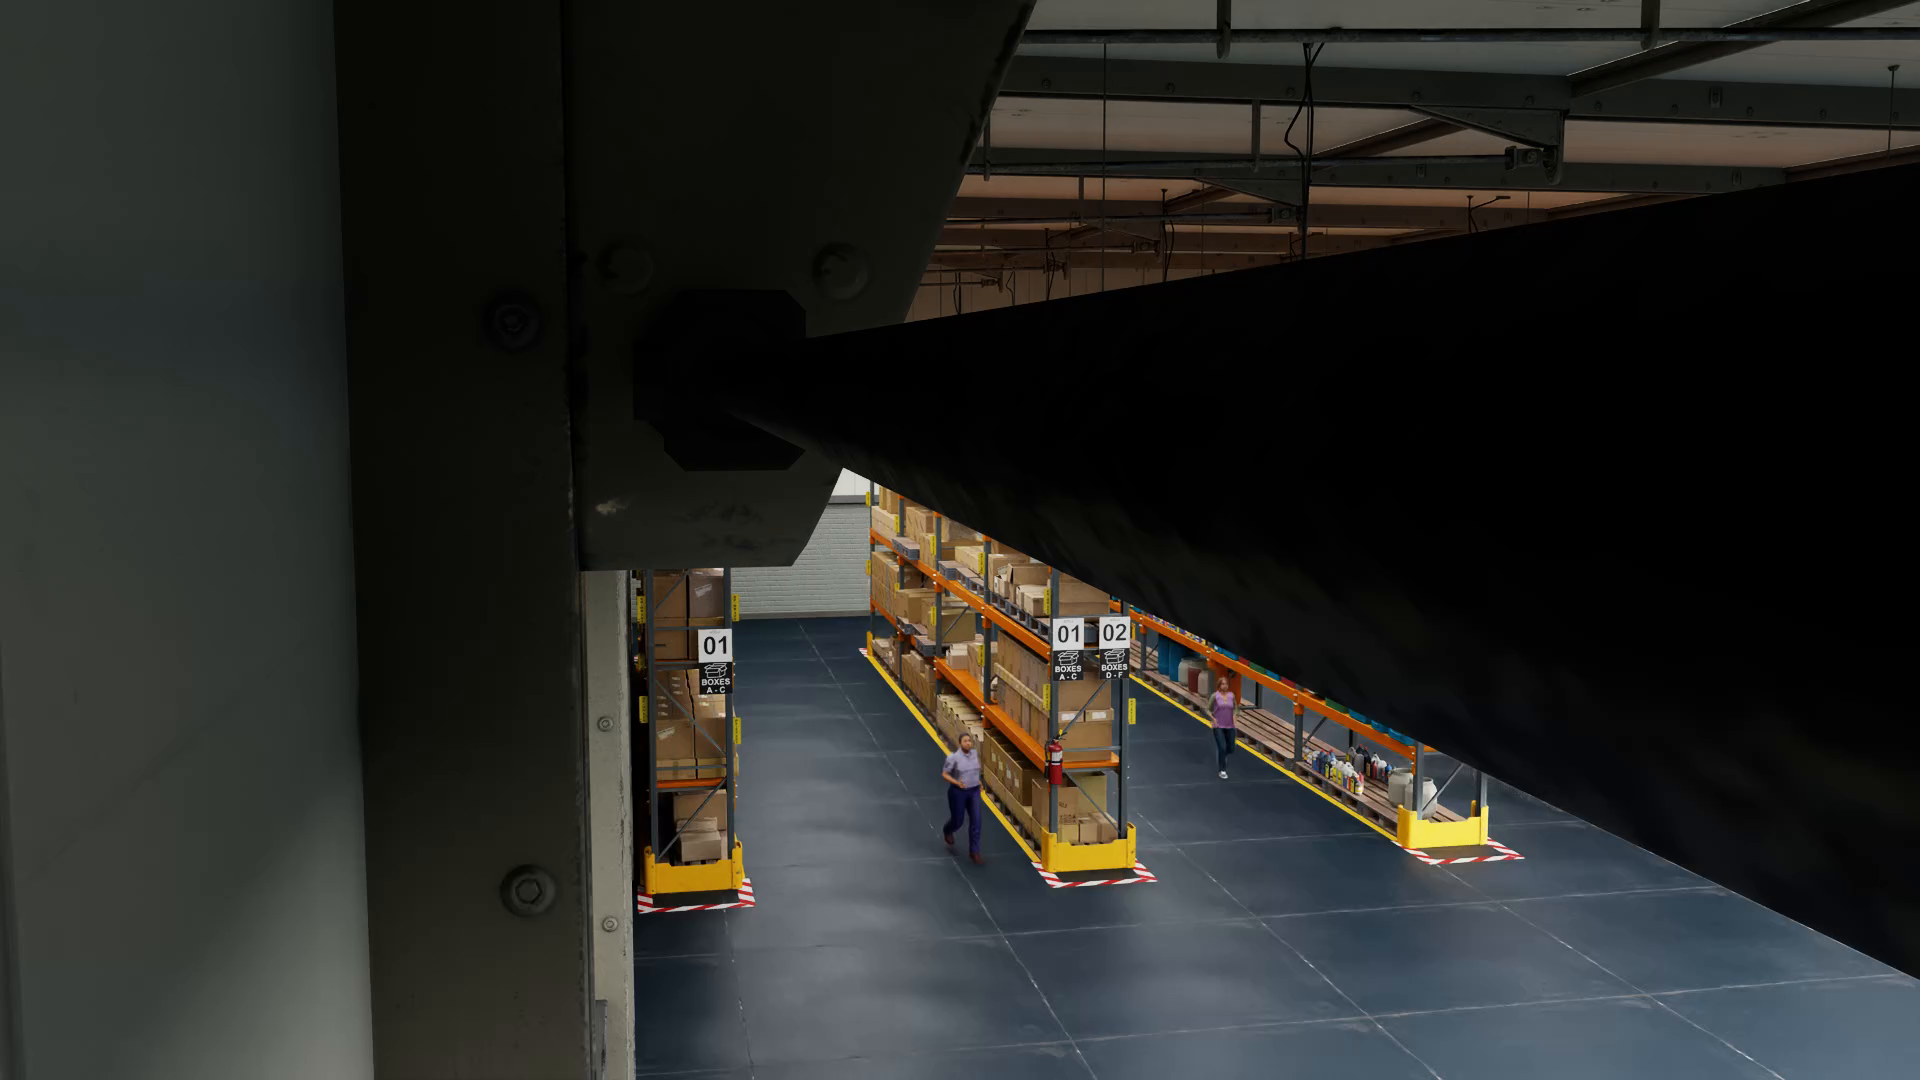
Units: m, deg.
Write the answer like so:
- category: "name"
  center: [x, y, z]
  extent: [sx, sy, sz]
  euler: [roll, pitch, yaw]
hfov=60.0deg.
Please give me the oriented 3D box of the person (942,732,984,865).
- category: "person"
  center: [0.047, 3.283, 21.428]
  extent: [0.609, 1.645, 0.918]
  euler: [-3, 7, -24]

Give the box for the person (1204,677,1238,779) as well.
- category: "person"
  center: [4.043, 2.880, 25.686]
  extent: [0.535, 1.548, 0.567]
  euler: [-1, 6, -8]
